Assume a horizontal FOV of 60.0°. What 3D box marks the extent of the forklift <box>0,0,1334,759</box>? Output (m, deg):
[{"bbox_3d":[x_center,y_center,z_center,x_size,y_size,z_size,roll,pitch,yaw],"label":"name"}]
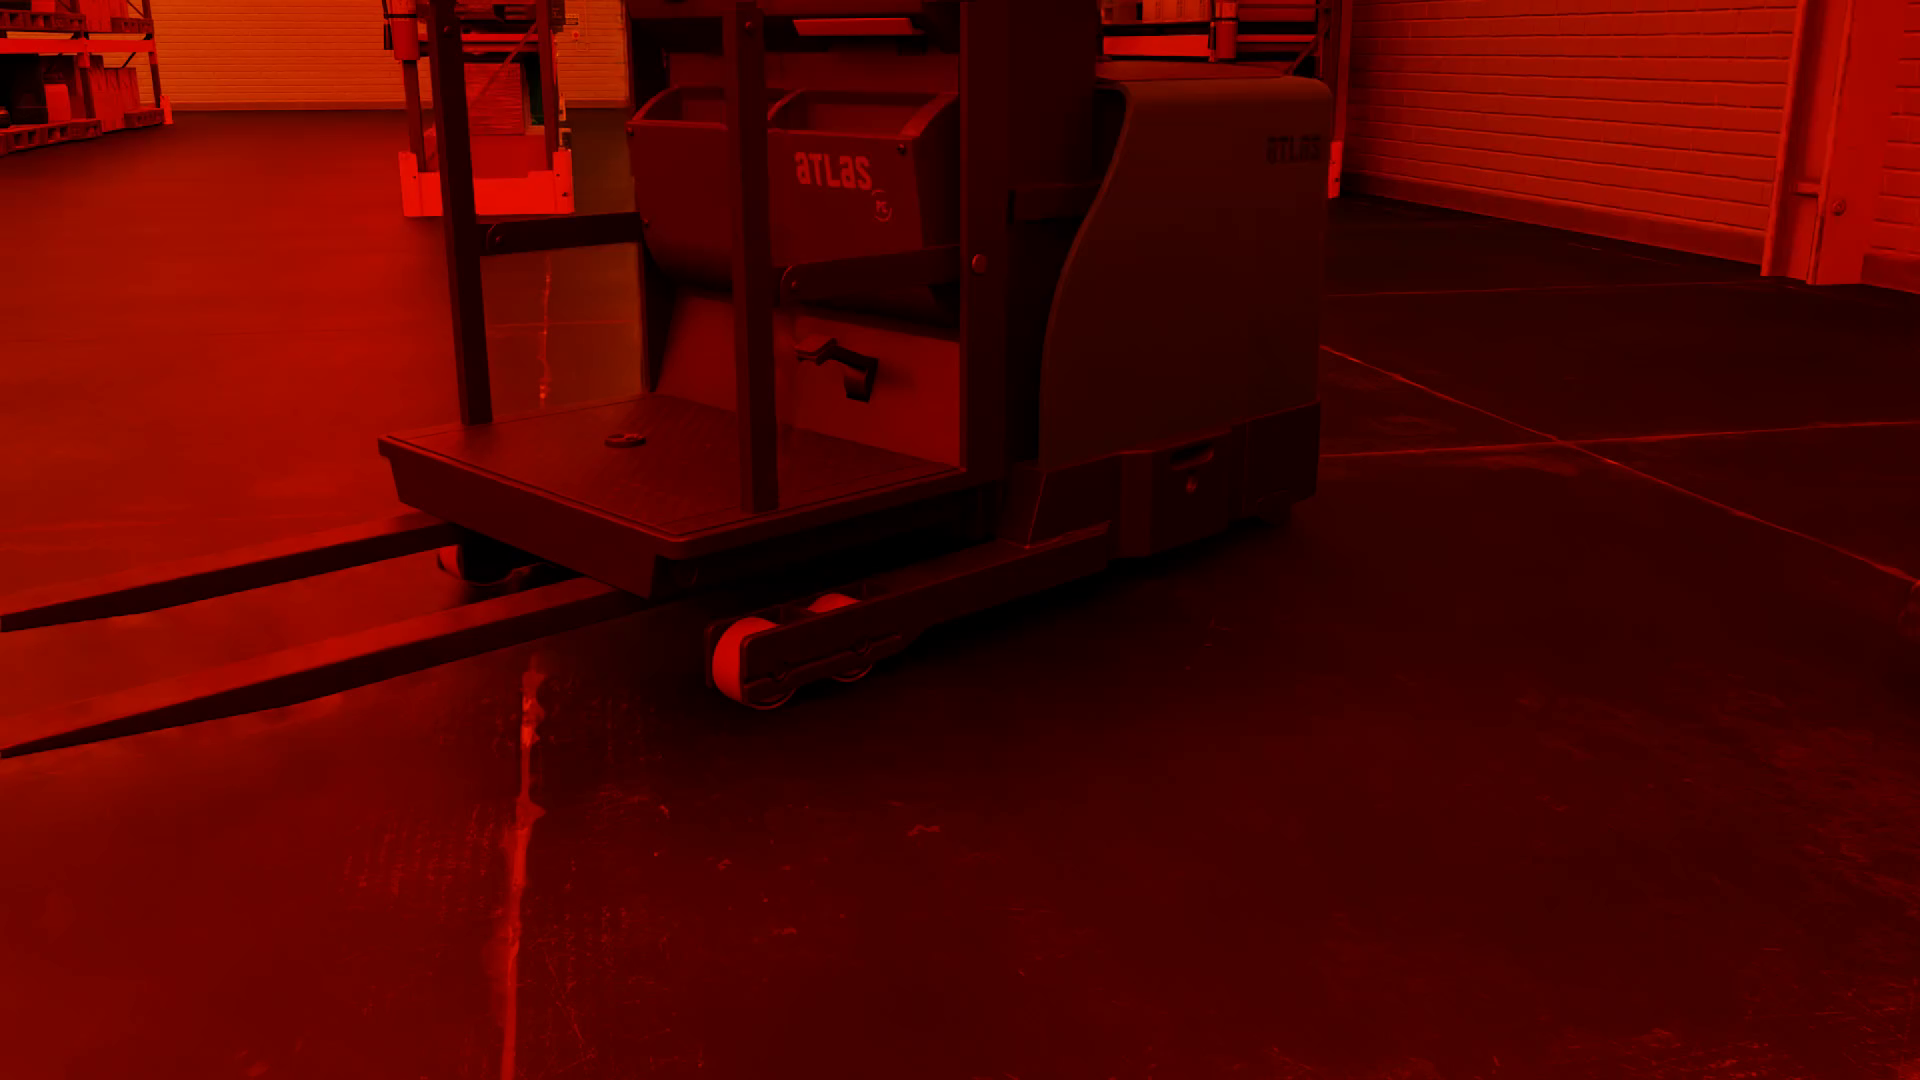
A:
[{"bbox_3d":[-0.510,-1.264,3.124,3.031,2.935,1.130,-16,23,-42],"label":"forklift"}]
